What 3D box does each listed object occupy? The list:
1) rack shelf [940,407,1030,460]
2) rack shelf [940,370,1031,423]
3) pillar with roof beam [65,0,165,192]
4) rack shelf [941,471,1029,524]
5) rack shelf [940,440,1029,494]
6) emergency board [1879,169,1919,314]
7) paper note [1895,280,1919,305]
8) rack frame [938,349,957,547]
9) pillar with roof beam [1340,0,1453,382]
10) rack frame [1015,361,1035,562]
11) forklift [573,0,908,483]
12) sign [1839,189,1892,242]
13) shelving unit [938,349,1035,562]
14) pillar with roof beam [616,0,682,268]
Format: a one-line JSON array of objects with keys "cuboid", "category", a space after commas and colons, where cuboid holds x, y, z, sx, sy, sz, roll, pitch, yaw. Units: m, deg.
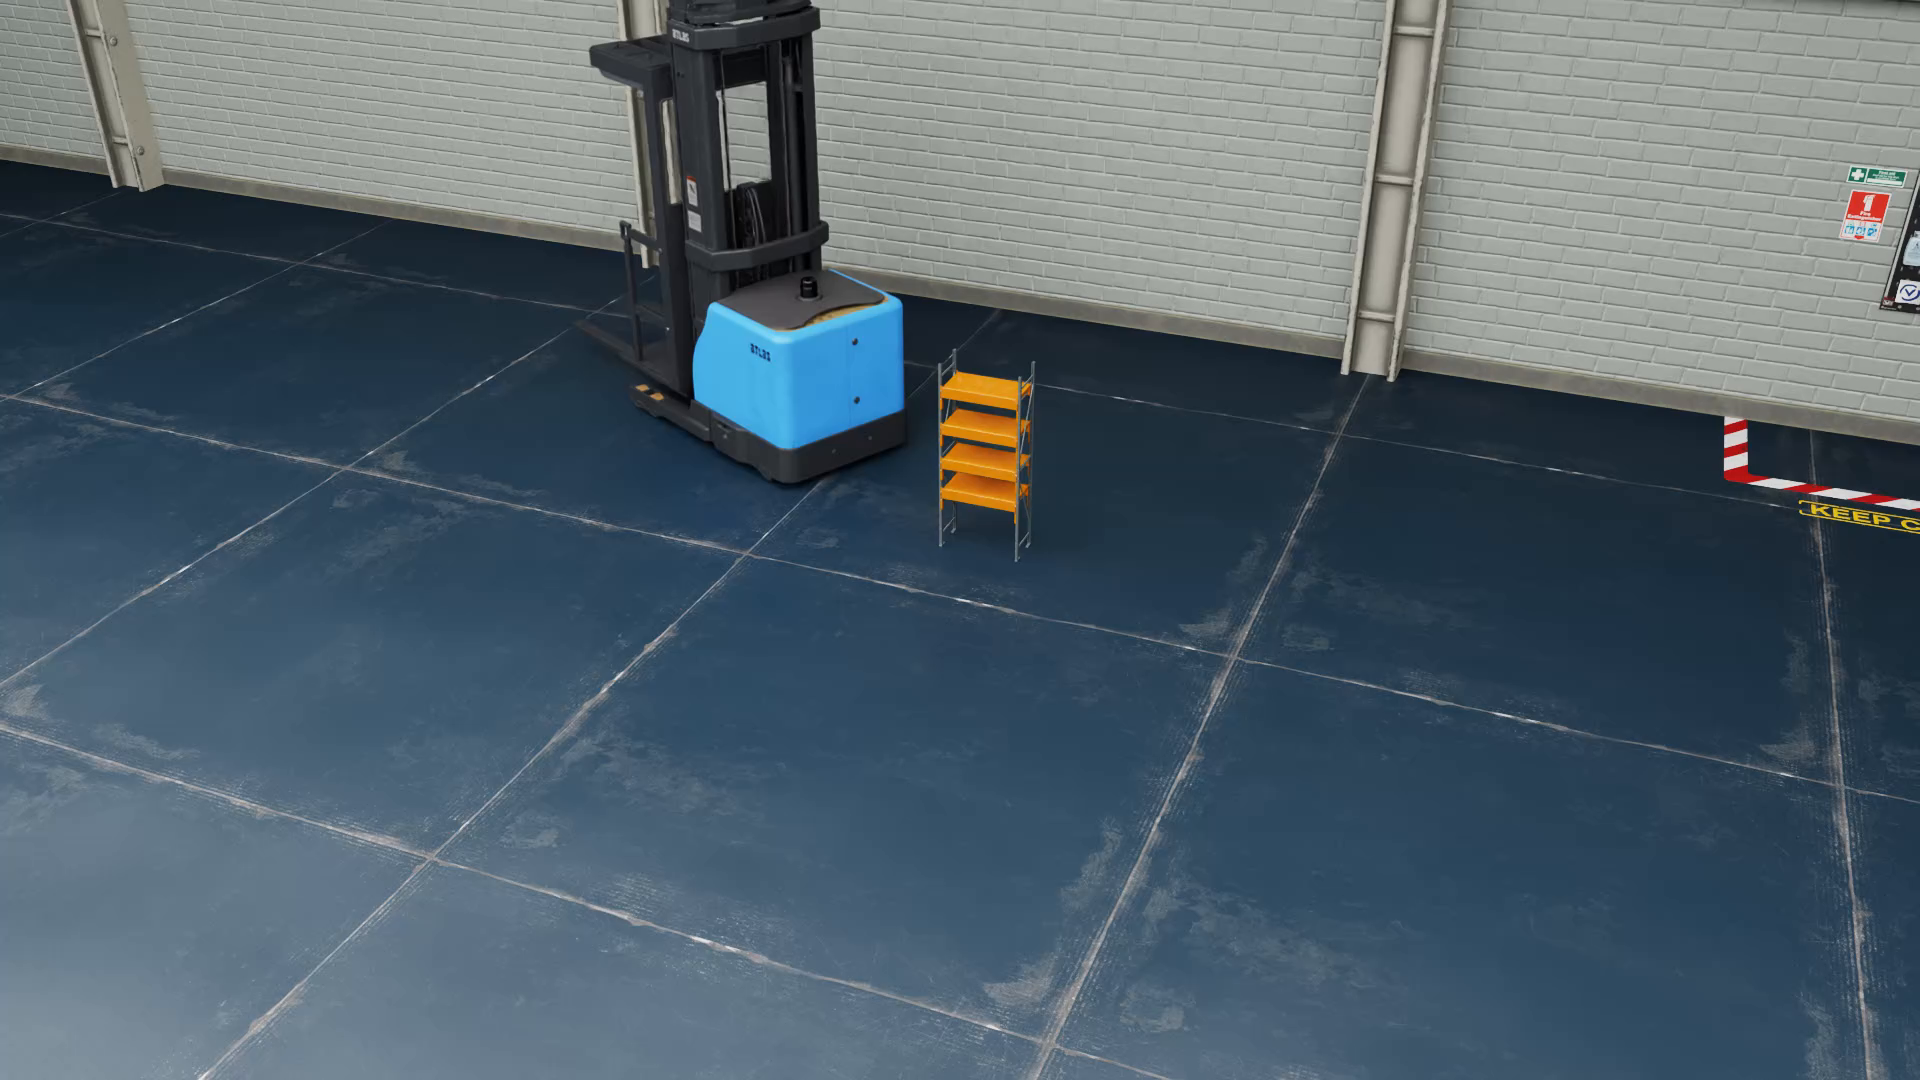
[{"cuboid": [0.153, -0.628, 9.735, 0.480, 0.148, 0.258, 11, 31, 19], "category": "rack shelf"}, {"cuboid": [0.153, -0.834, 9.619, 0.480, 0.148, 0.258, 11, 31, 19], "category": "rack shelf"}, {"cuboid": [-9.672, -5.443, 10.646, 0.400, 9.000, 9.100, 11, 31, 19], "category": "pillar with roof beam"}, {"cuboid": [0.153, -0.260, 9.943, 0.480, 0.148, 0.258, 11, 31, 19], "category": "rack shelf"}, {"cuboid": [0.153, -0.433, 9.845, 0.480, 0.148, 0.258, 11, 31, 19], "category": "rack shelf"}, {"cuboid": [6.349, -1.949, 10.561, 0.626, 1.169, 0.157, 11, 31, 19], "category": "emergency board"}, {"cuboid": [6.212, -1.620, 10.874, 0.142, 0.148, 0.016, 11, 31, 19], "category": "paper note"}, {"cuboid": [-0.073, -0.537, 9.892, 0.015, 1.200, 0.240, 11, 31, 19], "category": "rack frame"}, {"cuboid": [1.447, -3.223, 6.718, 0.400, 9.000, 9.100, 11, 31, 19], "category": "pillar with roof beam"}, {"cuboid": [0.379, -0.447, 9.732, 0.015, 1.200, 0.240, 11, 31, 19], "category": "rack frame"}, {"cuboid": [-1.699, -2.285, 11.226, 1.130, 2.935, 3.031, -23, 37, -35], "category": "forklift"}, {"cuboid": [5.876, -2.104, 10.799, 0.234, 0.329, 0.001, 11, 31, 19], "category": "sign"}, {"cuboid": [0.153, -0.492, 9.812, 0.503, 1.200, 0.258, 11, 31, 19], "category": "shelving unit"}, {"cuboid": [-4.113, -4.333, 8.682, 0.400, 9.000, 9.100, 11, 31, 19], "category": "pillar with roof beam"}]
